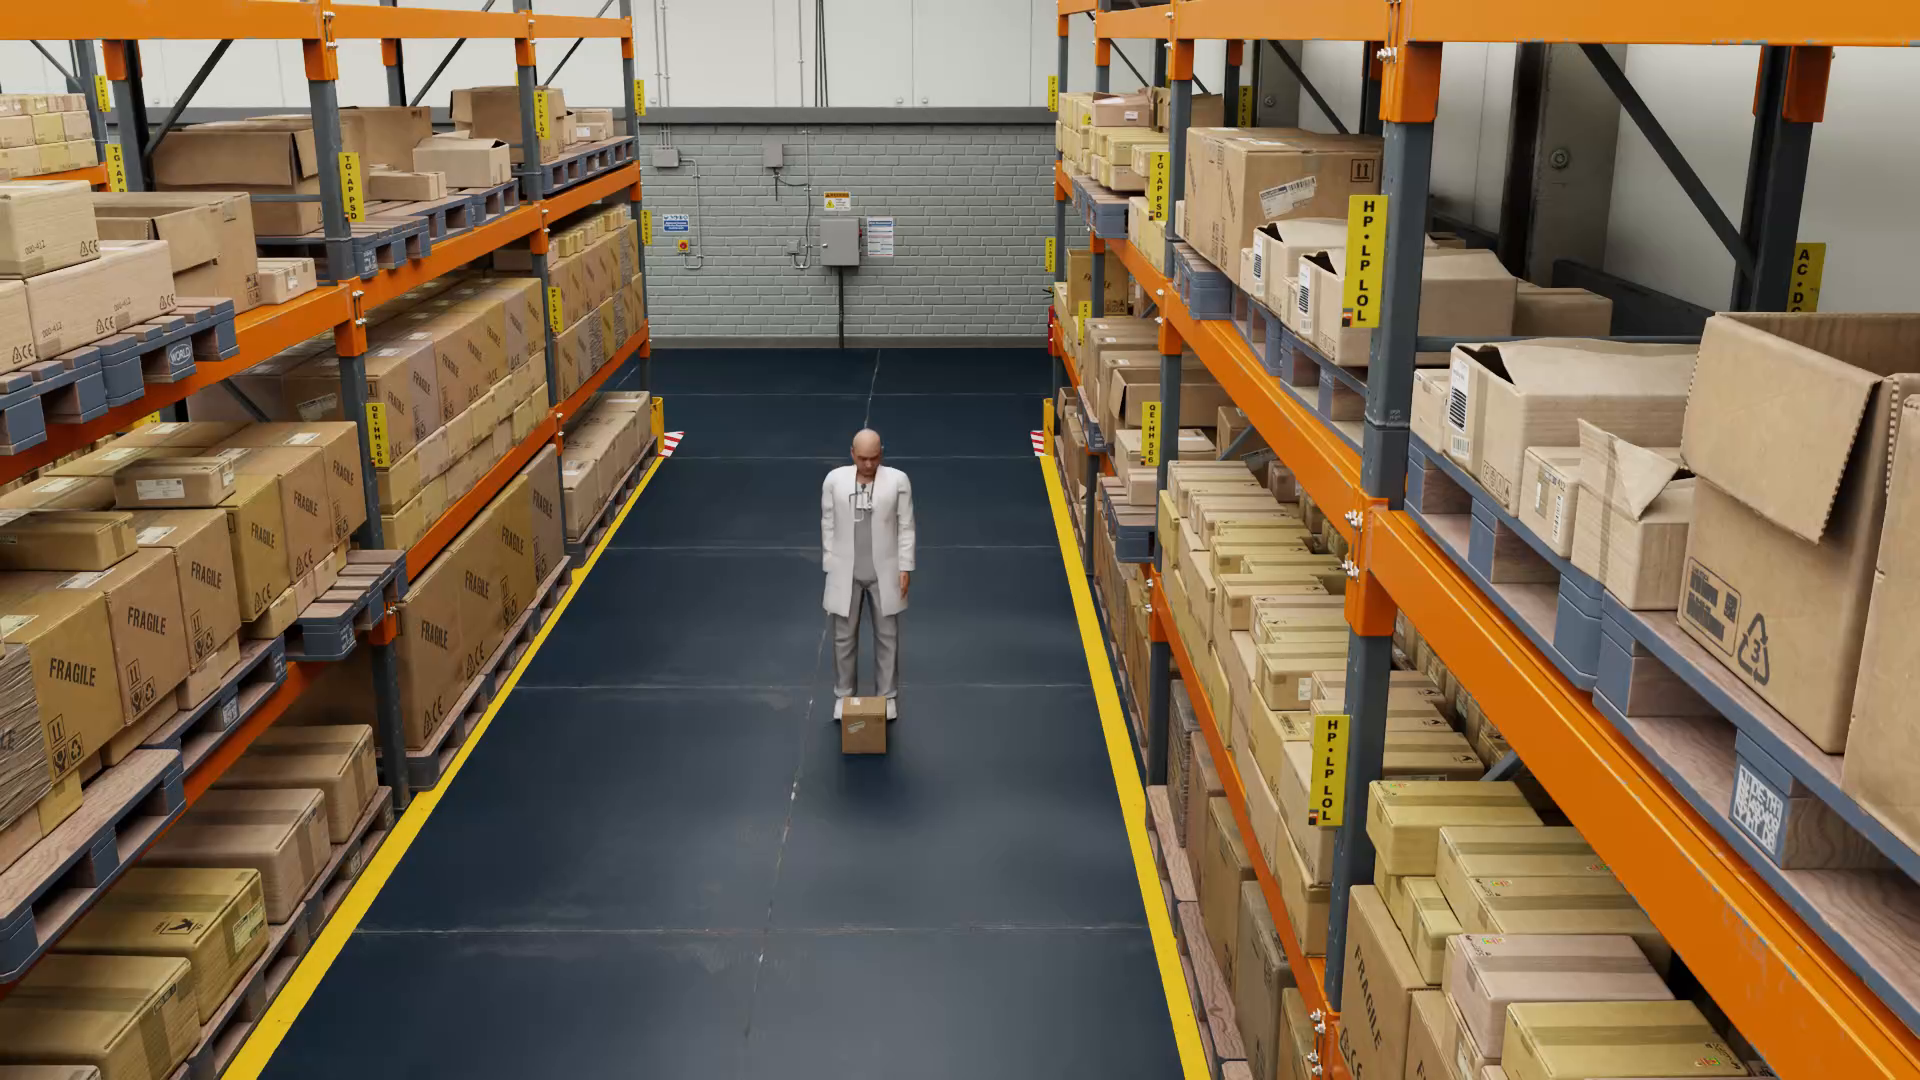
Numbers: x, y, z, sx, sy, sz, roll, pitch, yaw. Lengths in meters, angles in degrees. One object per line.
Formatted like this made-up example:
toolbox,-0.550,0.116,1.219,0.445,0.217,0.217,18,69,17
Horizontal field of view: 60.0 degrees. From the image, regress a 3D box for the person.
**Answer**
person,-0.544,0.204,9.919,0.564,1.770,0.377,0,17,0
